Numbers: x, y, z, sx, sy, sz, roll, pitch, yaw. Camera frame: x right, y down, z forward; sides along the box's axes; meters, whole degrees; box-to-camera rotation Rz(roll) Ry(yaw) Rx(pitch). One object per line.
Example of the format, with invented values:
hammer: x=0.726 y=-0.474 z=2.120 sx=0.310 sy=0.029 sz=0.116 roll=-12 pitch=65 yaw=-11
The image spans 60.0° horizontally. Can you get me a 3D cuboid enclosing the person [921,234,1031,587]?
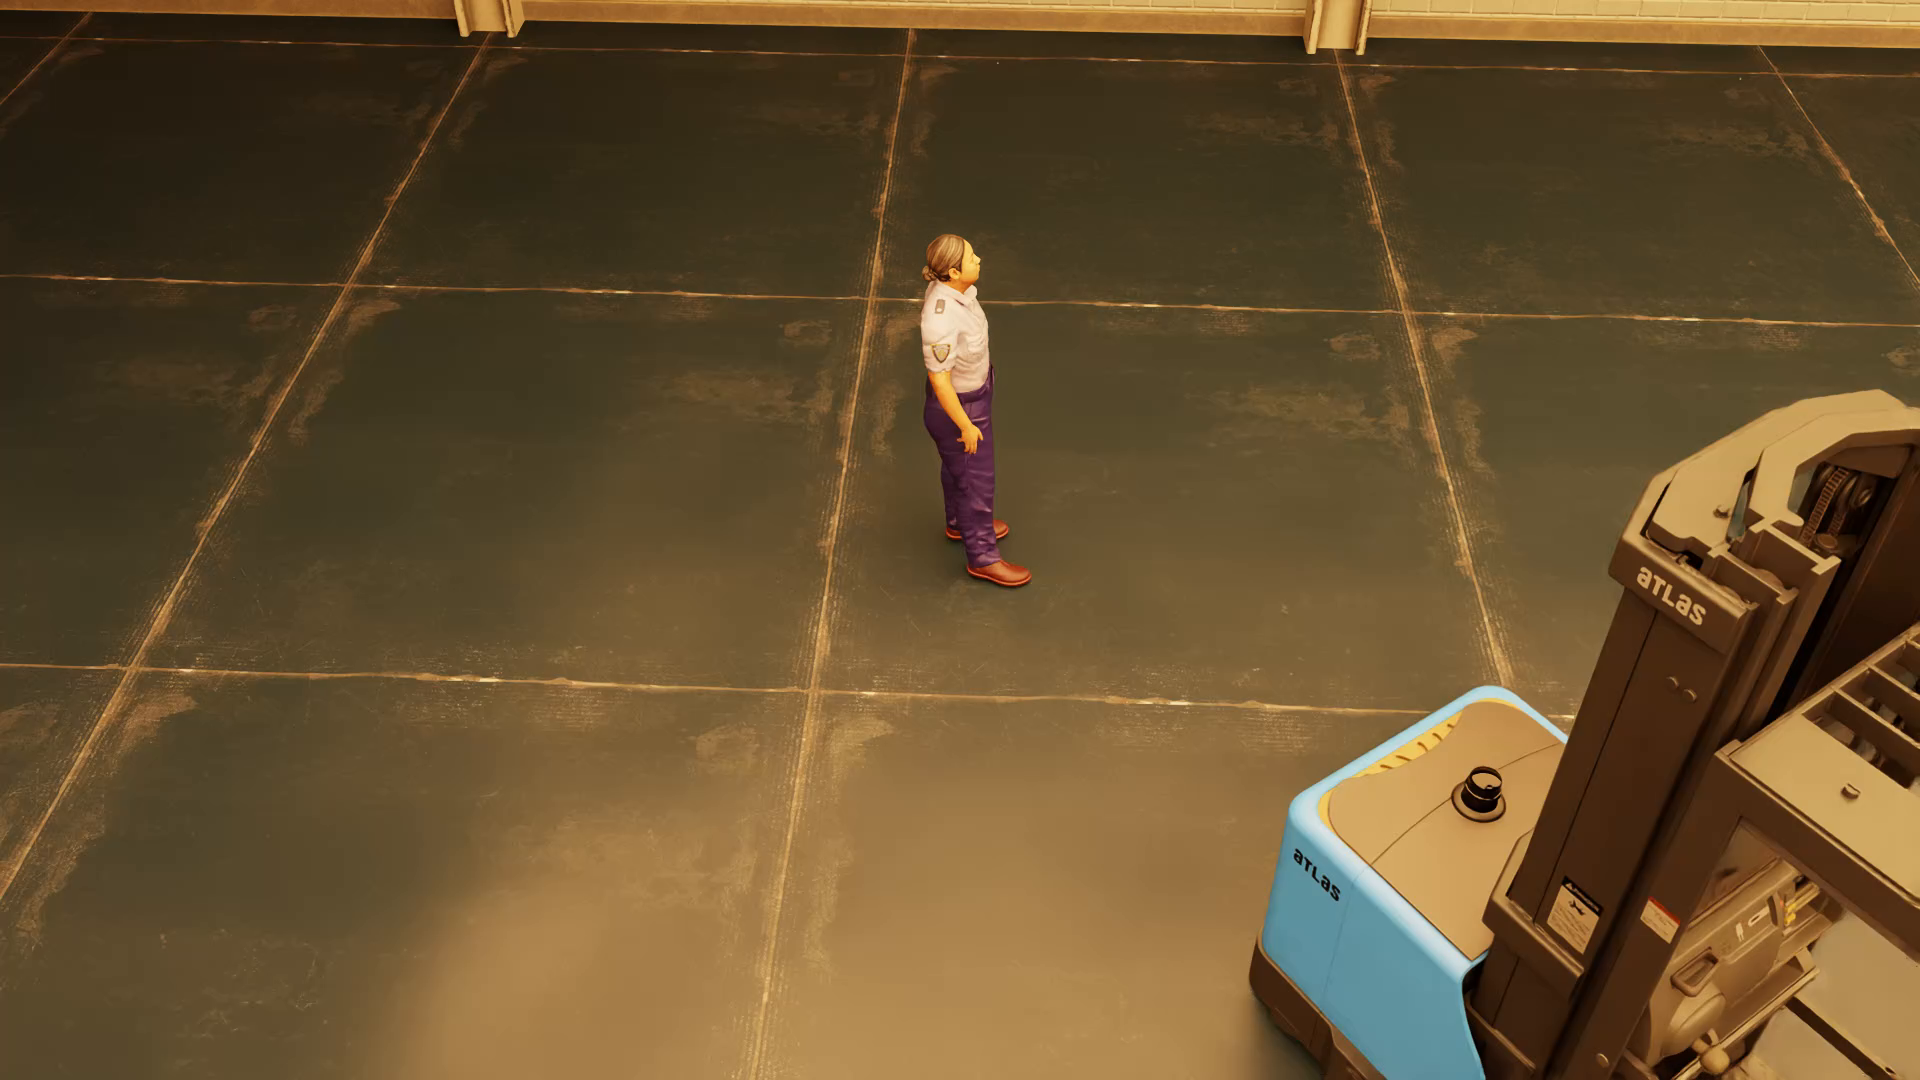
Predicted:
person: x=0.089 y=-0.595 z=7.336 sx=0.502 sy=1.651 sz=0.598 roll=2 pitch=42 yaw=2

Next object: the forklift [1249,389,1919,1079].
forklift: x=2.300 y=1.197 z=4.431 sx=1.130 sy=2.935 sz=3.031 roll=-25 pitch=48 yaw=-25
